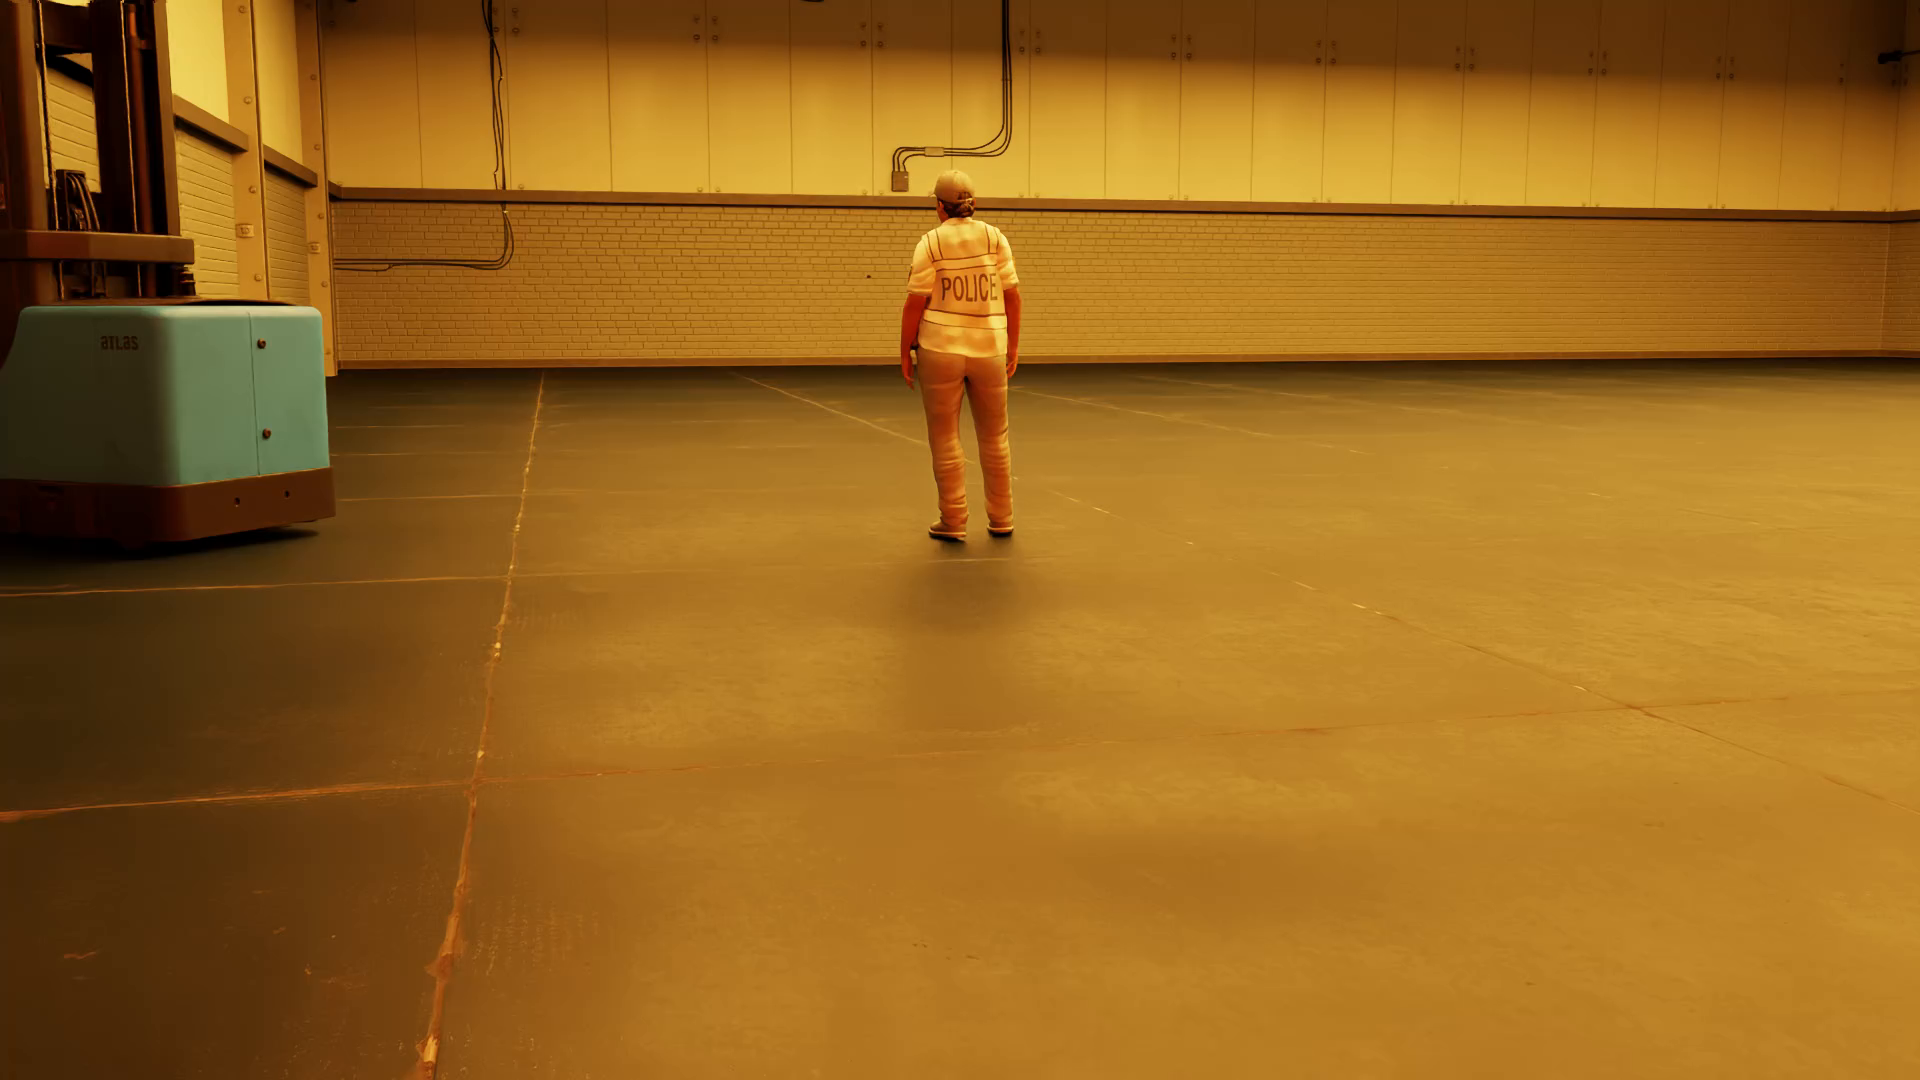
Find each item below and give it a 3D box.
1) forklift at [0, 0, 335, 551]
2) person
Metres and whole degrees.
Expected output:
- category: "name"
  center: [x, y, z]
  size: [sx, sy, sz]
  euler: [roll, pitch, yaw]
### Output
- category: "forklift"
  center: [-4.579, -1.510, 7.924]
  size: [3.031, 2.935, 1.130]
  euler: [3, 9, 21]
- category: "person"
  center: [0.004, -0.843, 7.671]
  size: [0.598, 1.670, 0.527]
  euler: [-2, 8, -13]
